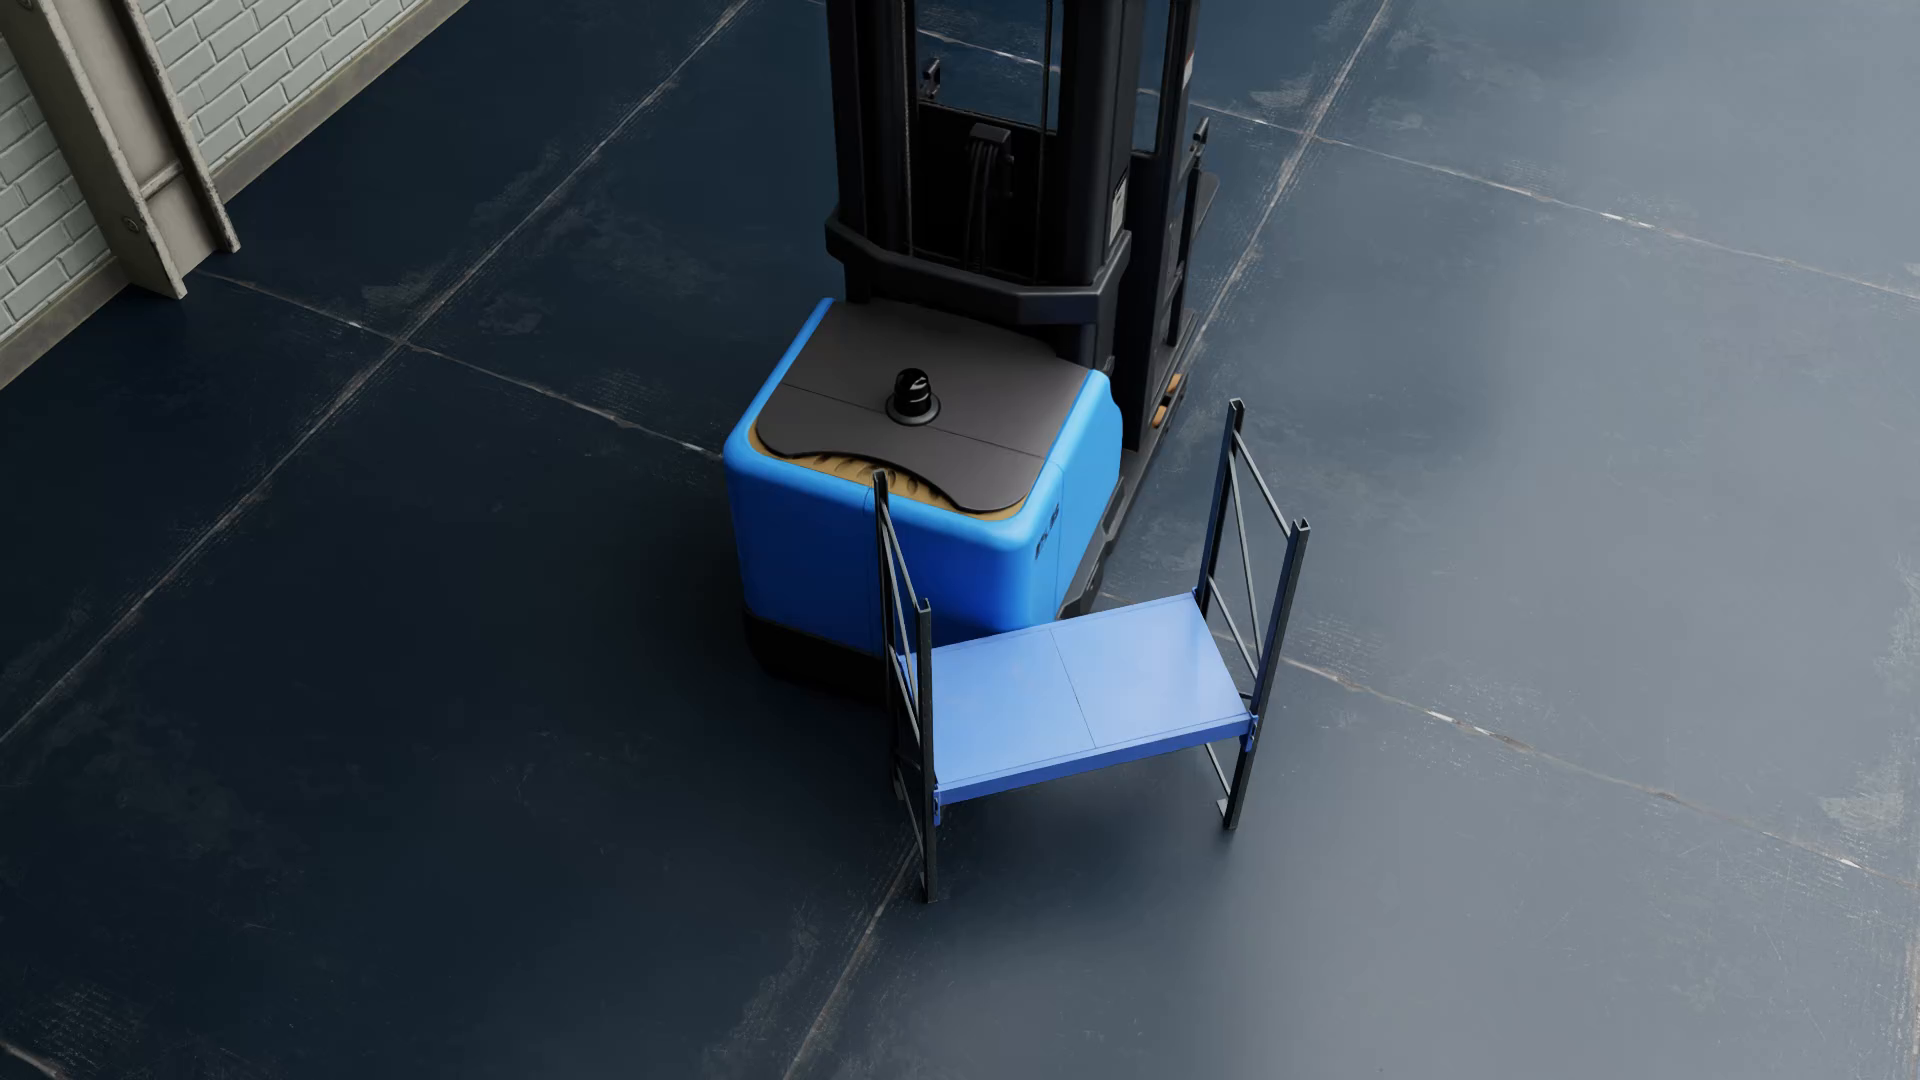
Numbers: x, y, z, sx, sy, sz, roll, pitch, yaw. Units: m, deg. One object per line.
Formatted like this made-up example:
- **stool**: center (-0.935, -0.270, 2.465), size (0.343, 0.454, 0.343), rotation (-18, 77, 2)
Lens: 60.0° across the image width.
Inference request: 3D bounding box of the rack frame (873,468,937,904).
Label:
- **rack frame**: center (-0.153, 0.481, 4.856), size (0.032, 1.500, 0.500), rotation (-12, 51, -10)

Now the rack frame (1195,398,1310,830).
- **rack frame**: center (0.828, 0.277, 5.030), size (0.032, 1.500, 0.500), rotation (-12, 51, -10)

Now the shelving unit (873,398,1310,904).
- **shelving unit**: center (0.338, 0.379, 4.943), size (1.048, 1.500, 0.538), rotation (-12, 51, -10)

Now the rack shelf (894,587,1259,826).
- **rack shelf**: center (0.338, 0.495, 5.080), size (1.000, 0.185, 0.538), rotation (-12, 51, -10)

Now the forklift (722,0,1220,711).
- **forklift**: center (0.268, -1.434, 5.546), size (1.130, 2.935, 3.031), rotation (17, 52, 14)

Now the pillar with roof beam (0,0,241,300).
- **pillar with roof beam**: center (0.492, -2.730, 2.664), size (9.100, 9.000, 0.400), rotation (20, 52, 16)
